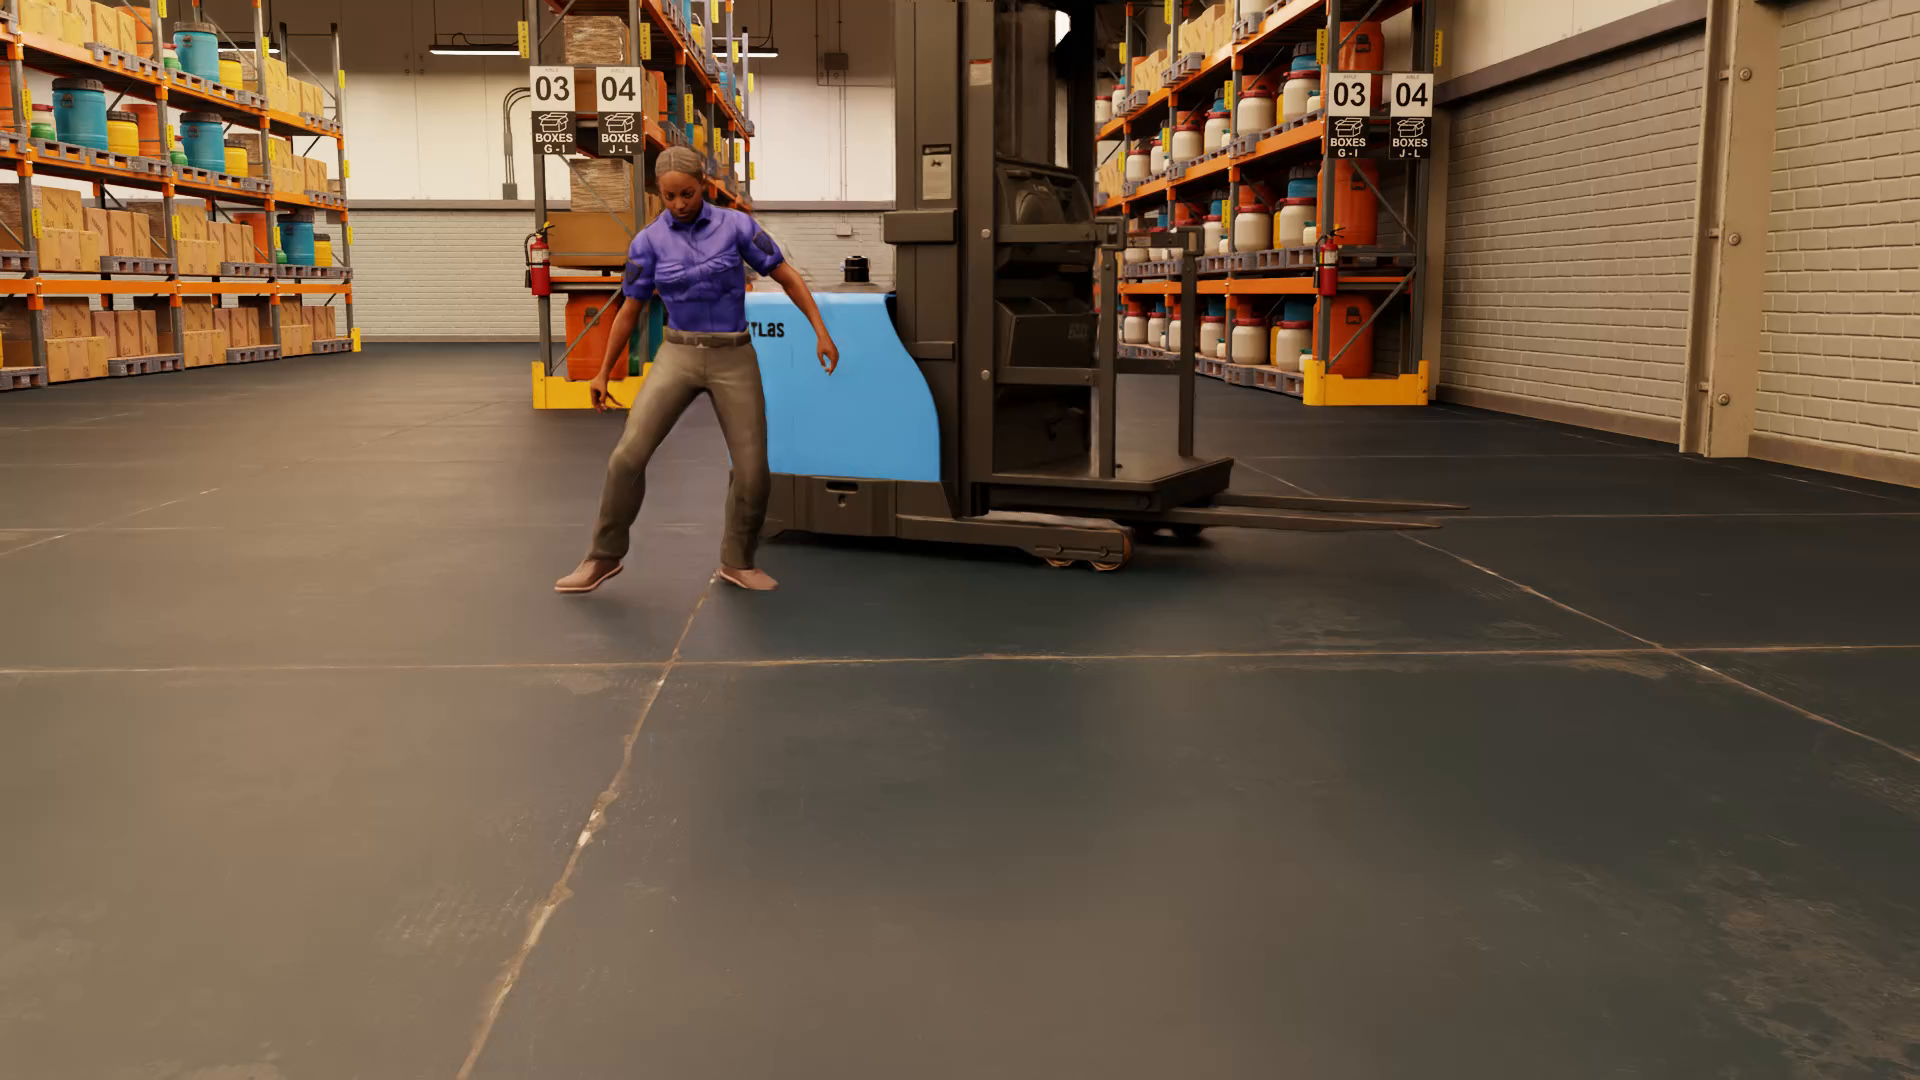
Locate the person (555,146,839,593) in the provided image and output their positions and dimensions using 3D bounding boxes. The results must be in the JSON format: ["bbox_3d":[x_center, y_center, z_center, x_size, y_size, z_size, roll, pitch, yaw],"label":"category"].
[{"bbox_3d":[-0.946,-0.580,5.946,1.021,1.591,0.447,-1,9,-8],"label":"person"}]

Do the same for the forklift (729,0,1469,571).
[{"bbox_3d":[0.545,-1.417,6.872,3.031,2.935,1.130,4,9,25],"label":"forklift"}]
